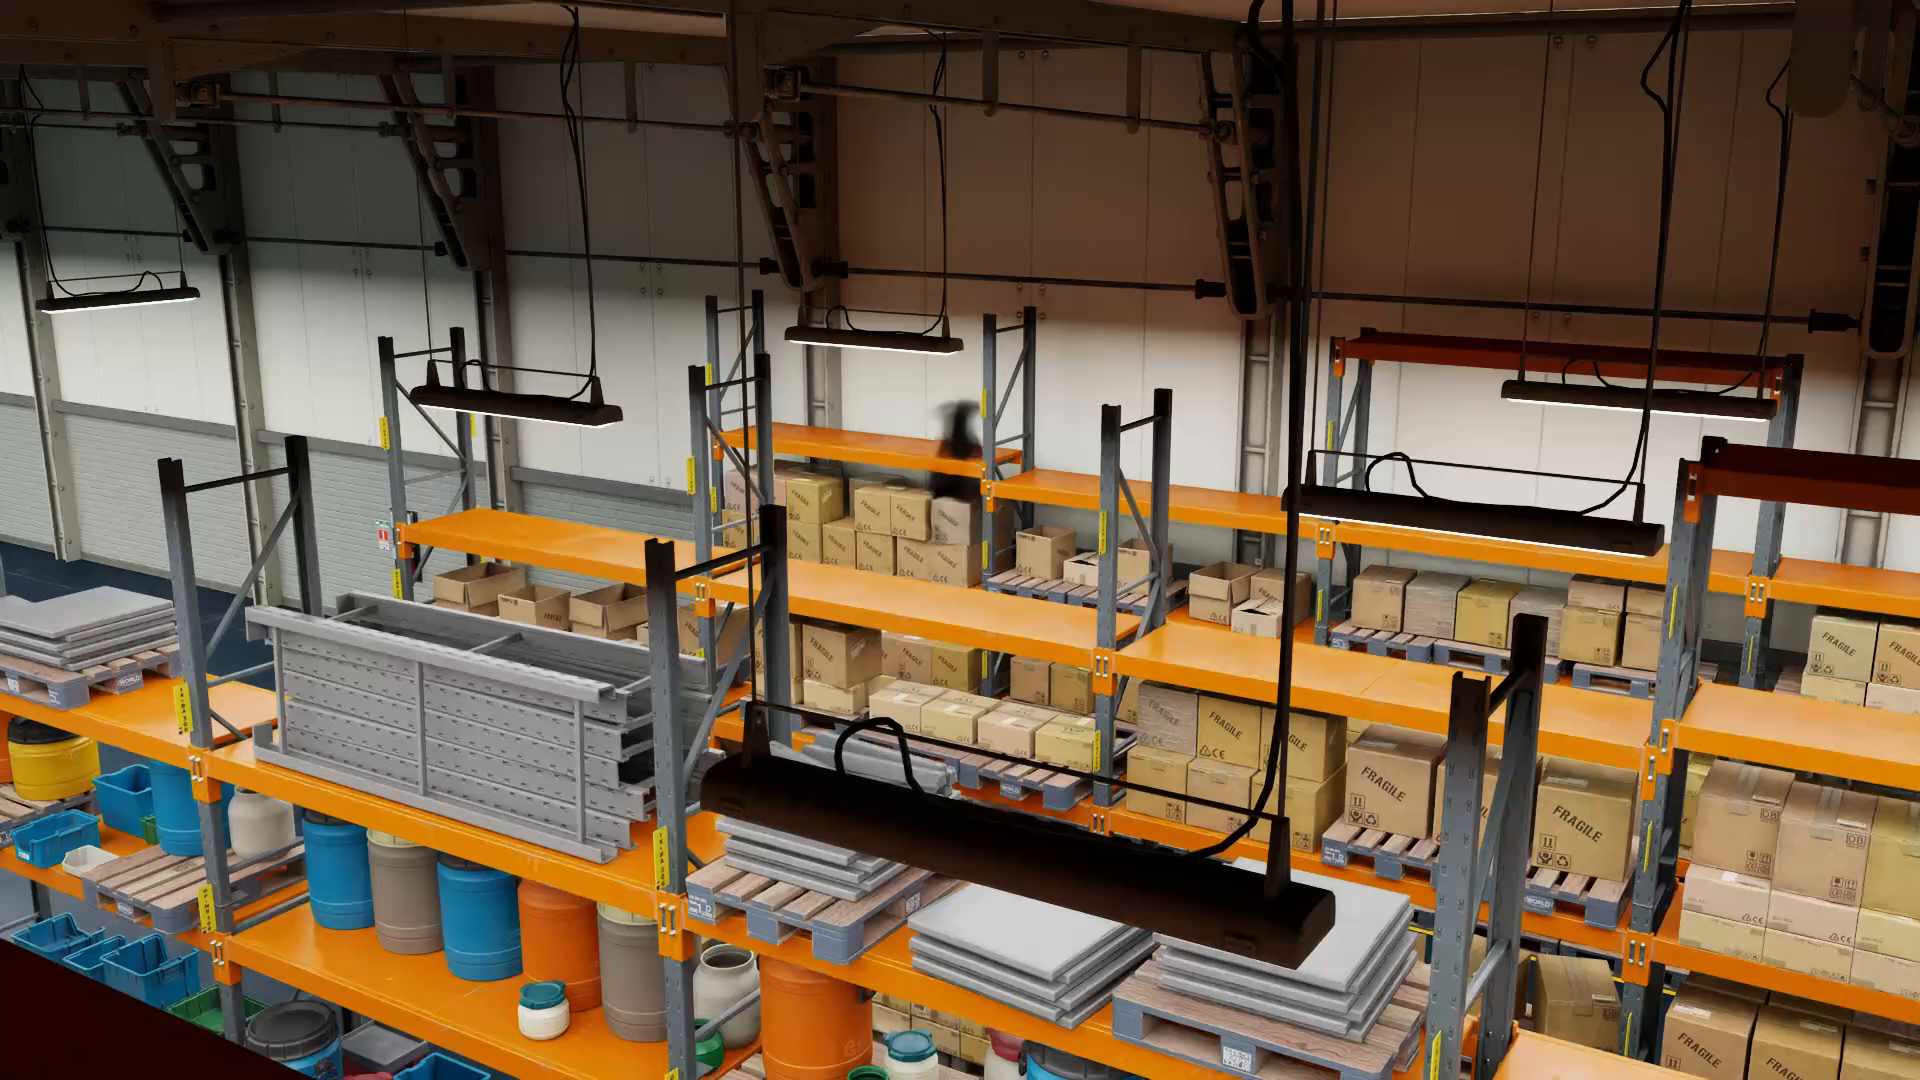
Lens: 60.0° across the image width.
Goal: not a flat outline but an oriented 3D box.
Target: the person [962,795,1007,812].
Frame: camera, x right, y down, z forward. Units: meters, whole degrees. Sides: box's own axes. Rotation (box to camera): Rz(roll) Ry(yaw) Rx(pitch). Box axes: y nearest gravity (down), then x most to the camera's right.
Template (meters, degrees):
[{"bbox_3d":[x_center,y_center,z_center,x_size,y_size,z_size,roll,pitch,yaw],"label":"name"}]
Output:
[{"bbox_3d":[0.161,3.190,16.720,0.821,1.734,0.706,11,18,38],"label":"person"}]
